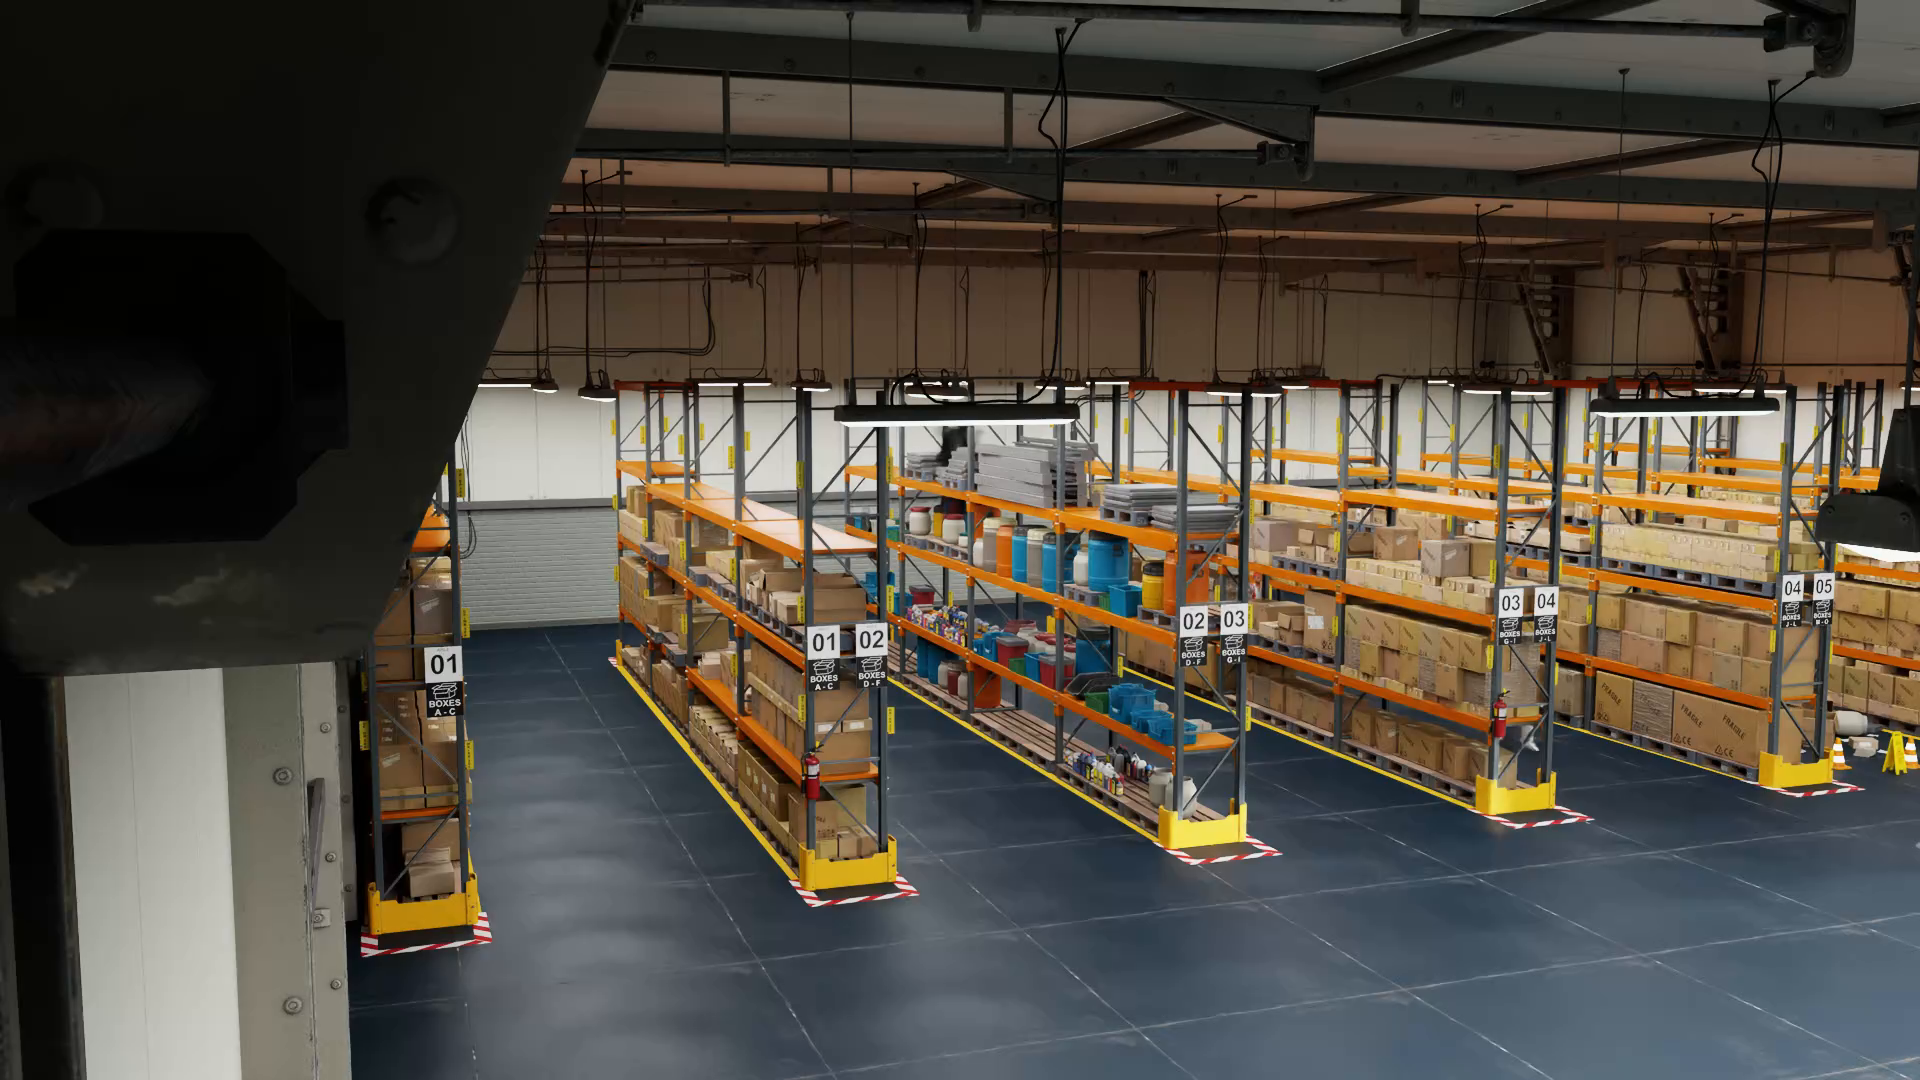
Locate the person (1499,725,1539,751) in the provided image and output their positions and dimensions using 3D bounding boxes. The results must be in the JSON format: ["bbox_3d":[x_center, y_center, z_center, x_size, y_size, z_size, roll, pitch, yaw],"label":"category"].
[{"bbox_3d":[9.213,2.547,27.593,0.729,1.807,0.974,-3,7,-24],"label":"person"}]

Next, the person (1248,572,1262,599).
[{"bbox_3d":[6.602,1.558,36.992,0.661,1.775,0.688,-1,6,-11],"label":"person"}]
